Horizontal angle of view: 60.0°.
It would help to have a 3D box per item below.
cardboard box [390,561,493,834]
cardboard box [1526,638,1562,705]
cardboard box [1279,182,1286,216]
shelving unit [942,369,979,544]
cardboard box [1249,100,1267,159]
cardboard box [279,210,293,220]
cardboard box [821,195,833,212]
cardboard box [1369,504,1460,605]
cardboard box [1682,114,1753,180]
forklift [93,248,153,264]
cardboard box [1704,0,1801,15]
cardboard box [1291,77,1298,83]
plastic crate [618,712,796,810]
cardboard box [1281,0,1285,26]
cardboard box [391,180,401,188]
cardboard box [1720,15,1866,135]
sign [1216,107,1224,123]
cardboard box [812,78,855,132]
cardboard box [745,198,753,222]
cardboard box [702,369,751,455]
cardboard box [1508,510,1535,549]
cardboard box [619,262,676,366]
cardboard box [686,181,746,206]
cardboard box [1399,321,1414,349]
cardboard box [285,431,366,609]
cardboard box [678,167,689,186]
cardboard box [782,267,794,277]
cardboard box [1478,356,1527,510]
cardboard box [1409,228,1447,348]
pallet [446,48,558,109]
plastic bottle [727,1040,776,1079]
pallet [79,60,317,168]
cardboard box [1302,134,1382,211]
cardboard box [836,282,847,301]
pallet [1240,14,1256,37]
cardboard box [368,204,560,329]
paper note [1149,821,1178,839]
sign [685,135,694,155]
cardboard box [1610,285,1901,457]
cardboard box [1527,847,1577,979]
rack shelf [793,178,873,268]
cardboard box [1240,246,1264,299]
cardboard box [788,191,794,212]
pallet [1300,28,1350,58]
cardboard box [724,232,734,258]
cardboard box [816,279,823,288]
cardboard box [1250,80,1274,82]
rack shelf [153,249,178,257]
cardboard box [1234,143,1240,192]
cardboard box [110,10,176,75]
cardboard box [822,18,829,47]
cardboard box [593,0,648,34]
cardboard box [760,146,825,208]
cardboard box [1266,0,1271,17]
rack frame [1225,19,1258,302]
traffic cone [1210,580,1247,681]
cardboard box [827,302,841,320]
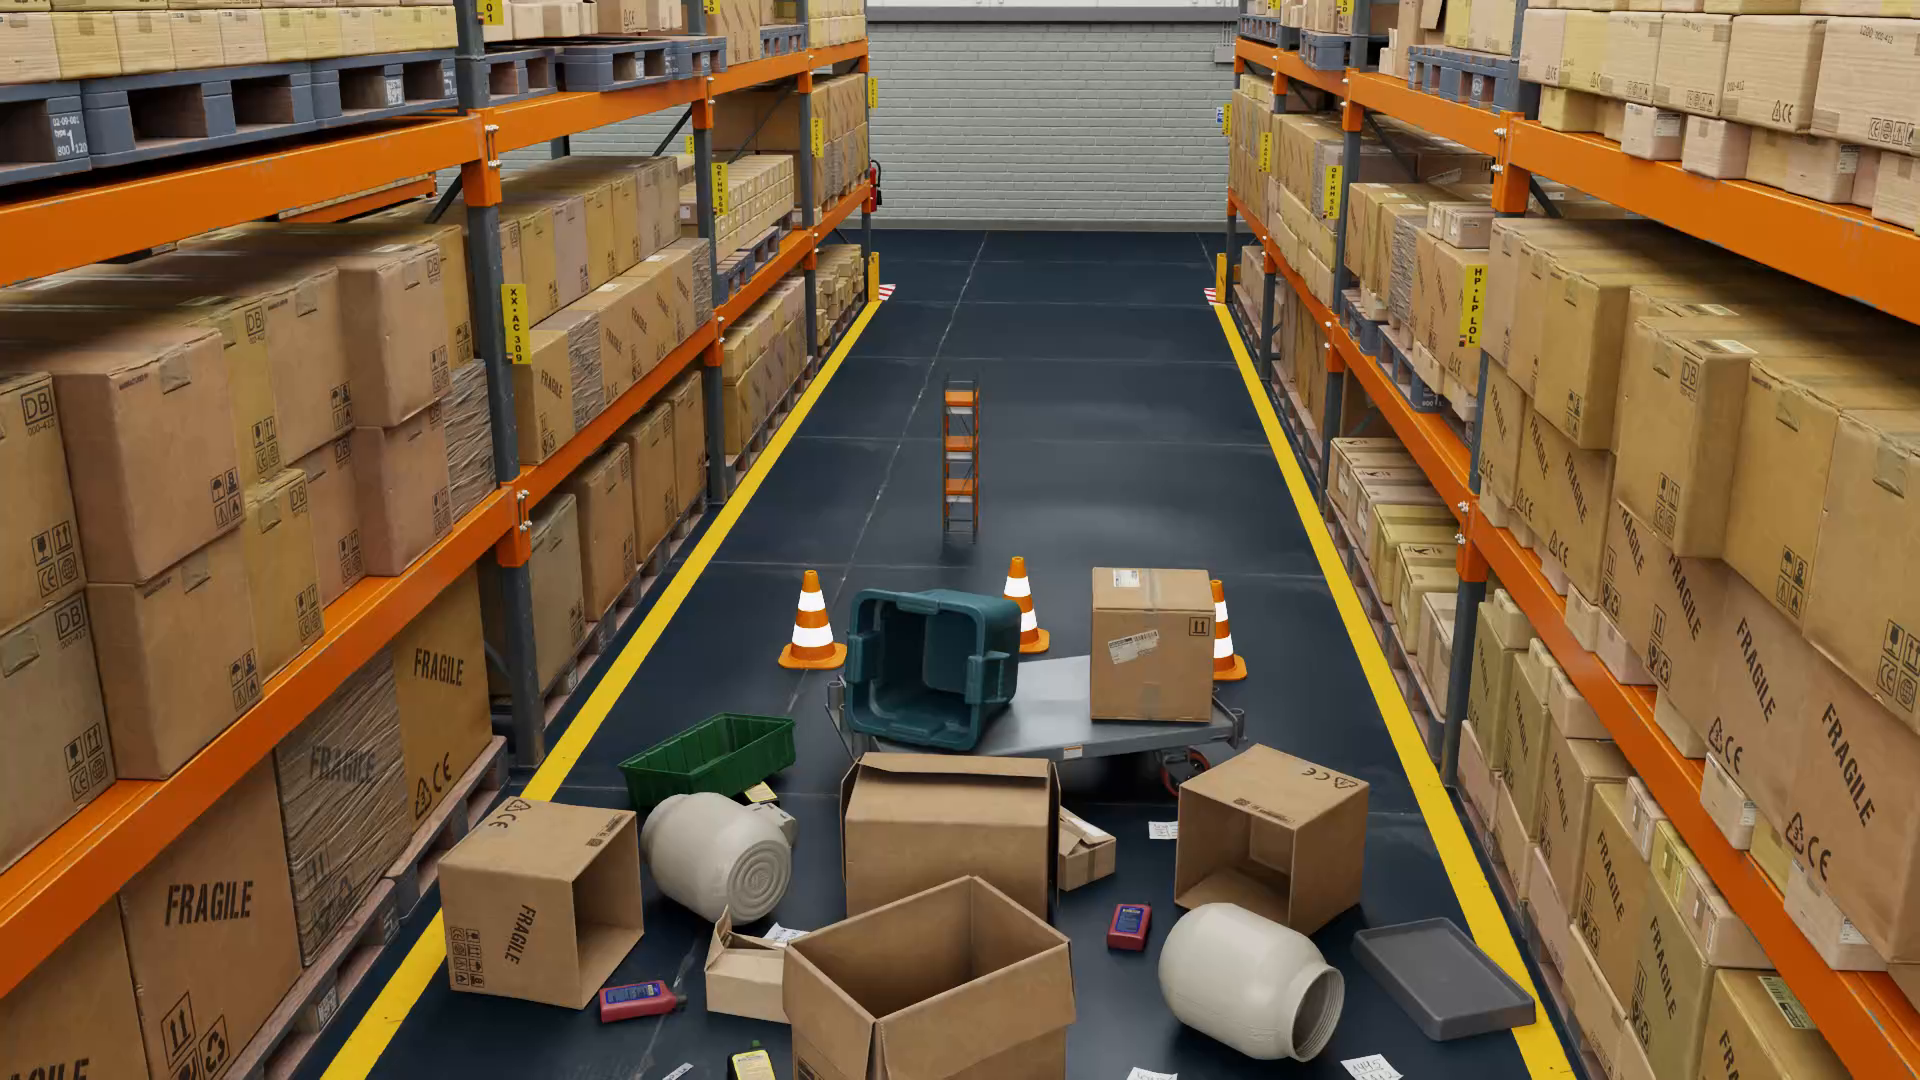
[{"bbox_3d":[-2.473,0.565,6.621,0.875,0.875,0.875,2,18,5],"label":"cardboard box"},{"bbox_3d":[2.171,0.457,5.708,0.380,0.149,0.250,2,18,6],"label":"cardboard box"},{"bbox_3d":[2.838,-2.718,13.339,0.500,0.250,0.500,2,18,5],"label":"cardboard box"},{"bbox_3d":[0.004,-0.516,10.310,0.215,1.050,0.252,1,18,4],"label":"shelving unit"},{"bbox_3d":[2.990,-3.836,15.546,0.500,0.500,0.500,2,18,5],"label":"cardboard box"},{"bbox_3d":[-6.371,-3.031,15.260,0.380,0.149,0.250,1,18,4],"label":"cardboard box"},{"bbox_3d":[-1.418,-3.212,15.813,0.380,0.149,0.250,2,18,5],"label":"cardboard box"},{"bbox_3d":[2.718,0.087,8.887,0.950,0.372,0.625,2,18,6],"label":"cardboard box"},{"bbox_3d":[2.112,-1.019,4.302,0.380,0.149,0.250,1,18,3],"label":"cardboard box"},{"bbox_3d":[-5.141,-1.038,8.883,1.130,2.935,3.031,14,23,36],"label":"forklift"},{"bbox_3d":[2.106,-1.392,4.158,0.380,0.149,0.250,2,18,5],"label":"cardboard box"},{"bbox_3d":[3.627,-4.723,17.211,0.380,0.149,0.250,2,18,5],"label":"cardboard box"},{"bbox_3d":[-1.064,0.953,7.121,0.450,0.188,0.662,0,15,35],"label":"plastic crate"},{"bbox_3d":[2.775,-4.258,13.326,0.396,0.266,0.258,1,18,3],"label":"cardboard box"},{"bbox_3d":[-6.190,-3.834,17.711,0.380,0.149,0.250,2,18,5],"label":"cardboard box"},{"bbox_3d":[2.138,-1.096,3.896,0.500,0.250,0.500,2,18,5],"label":"cardboard box"},{"bbox_3d":[3.784,-5.987,23.444,0.327,0.218,0.001,1,18,4],"label":"sign"},{"bbox_3d":[-1.347,-4.364,16.679,0.500,0.500,0.500,2,18,7],"label":"cardboard box"},{"bbox_3d":[-1.745,-2.449,12.330,0.380,0.149,0.250,1,18,3],"label":"cardboard box"},{"bbox_3d":[-1.766,-0.907,11.715,0.500,0.500,0.500,1,18,2],"label":"cardboard box"},{"bbox_3d":[2.278,-0.071,6.224,0.380,0.149,0.250,2,18,6],"label":"cardboard box"},{"bbox_3d":[-1.909,-1.273,9.330,0.500,0.500,0.500,1,18,3],"label":"cardboard box"},{"bbox_3d":[-1.769,-2.510,12.038,0.380,0.149,0.250,2,18,6],"label":"cardboard box"},{"bbox_3d":[2.500,-1.085,8.646,0.380,0.149,0.250,2,18,6],"label":"cardboard box"},{"bbox_3d":[-2.545,-0.059,5.546,0.875,0.550,0.550,1,18,4],"label":"cardboard box"},{"bbox_3d":[-2.344,-2.851,13.082,0.380,0.149,0.250,1,18,3],"label":"cardboard box"},{"bbox_3d":[-1.871,-2.649,16.639,0.380,0.149,0.250,1,18,4],"label":"cardboard box"},{"bbox_3d":[2.277,-0.419,6.245,0.500,0.500,0.500,1,18,4],"label":"cardboard box"},{"bbox_3d":[2.468,-1.211,7.990,0.500,0.500,0.500,2,18,6],"label":"cardboard box"},{"bbox_3d":[-2.341,-2.060,7.382,0.805,0.209,1.217,1,18,2],"label":"pallet"},{"bbox_3d":[-0.656,1.671,5.224,0.133,0.061,0.283,-5,19,-15],"label":"plastic bottle"},{"bbox_3d":[-2.517,-1.191,4.565,1.003,0.211,1.213,1,18,4],"label":"pallet"},{"bbox_3d":[2.720,-2.605,11.790,0.500,0.500,0.500,1,18,4],"label":"cardboard box"},{"bbox_3d":[-1.339,-2.494,16.644,0.380,0.149,0.250,1,18,4],"label":"cardboard box"},{"bbox_3d":[3.404,-5.240,16.922,1.003,0.211,1.213,1,18,4],"label":"pallet"},{"bbox_3d":[-2.293,-1.276,7.734,0.700,0.500,0.500,1,18,3],"label":"cardboard box"},{"bbox_3d":[0.847,1.177,6.781,0.148,0.019,0.142,1,18,4],"label":"paper note"},{"bbox_3d":[-2.326,-3.345,14.424,0.100,0.325,0.005,1,18,4],"label":"sign"},{"bbox_3d":[2.271,-0.415,4.628,0.700,0.500,0.500,1,18,4],"label":"cardboard box"},{"bbox_3d":[2.213,1.255,5.517,0.500,0.250,0.500,1,18,3],"label":"cardboard box"},{"bbox_3d":[-1.641,-3.203,16.537,1.077,0.370,4.000,1,18,4],"label":"rack shelf"},{"bbox_3d":[3.499,-2.862,17.780,0.875,0.438,0.875,1,18,2],"label":"cardboard box"},{"bbox_3d":[-1.615,-2.876,14.113,0.380,0.149,0.250,1,18,3],"label":"cardboard box"},{"bbox_3d":[3.144,-3.893,12.978,0.805,0.209,1.217,1,18,2],"label":"pallet"},{"bbox_3d":[-1.799,-2.063,11.632,0.380,0.149,0.250,2,18,7],"label":"cardboard box"},{"bbox_3d":[-1.509,-2.399,15.876,0.380,0.149,0.250,1,18,2],"label":"cardboard box"},{"bbox_3d":[3.038,-4.411,16.261,0.380,0.149,0.250,1,18,4],"label":"cardboard box"},{"bbox_3d":[-6.868,-2.103,13.179,1.077,0.370,4.000,1,18,4],"label":"rack shelf"},{"bbox_3d":[3.118,-3.834,17.147,0.500,0.500,0.500,1,18,3],"label":"cardboard box"},{"bbox_3d":[-2.210,-1.241,4.145,0.380,0.149,0.250,1,18,4],"label":"cardboard box"},{"bbox_3d":[-1.461,-4.572,14.982,0.500,0.250,0.500,1,18,3],"label":"cardboard box"},{"bbox_3d":[-1.916,-2.855,8.507,0.500,0.500,0.500,1,18,4],"label":"cardboard box"},{"bbox_3d":[-1.497,-3.261,14.920,0.500,0.500,0.500,1,18,3],"label":"cardboard box"},{"bbox_3d":[2.906,-4.686,14.657,0.380,0.149,0.250,2,18,5],"label":"cardboard box"},{"bbox_3d":[3.447,-4.087,18.079,1.000,3.000,0.127,1,18,4],"label":"rack frame"},{"bbox_3d":[1.279,0.429,8.371,0.336,0.463,0.334,1,18,4],"label":"traffic cone"},{"bbox_3d":[-1.385,-2.279,16.464,0.380,0.149,0.250,1,18,2],"label":"cardboard box"}]
